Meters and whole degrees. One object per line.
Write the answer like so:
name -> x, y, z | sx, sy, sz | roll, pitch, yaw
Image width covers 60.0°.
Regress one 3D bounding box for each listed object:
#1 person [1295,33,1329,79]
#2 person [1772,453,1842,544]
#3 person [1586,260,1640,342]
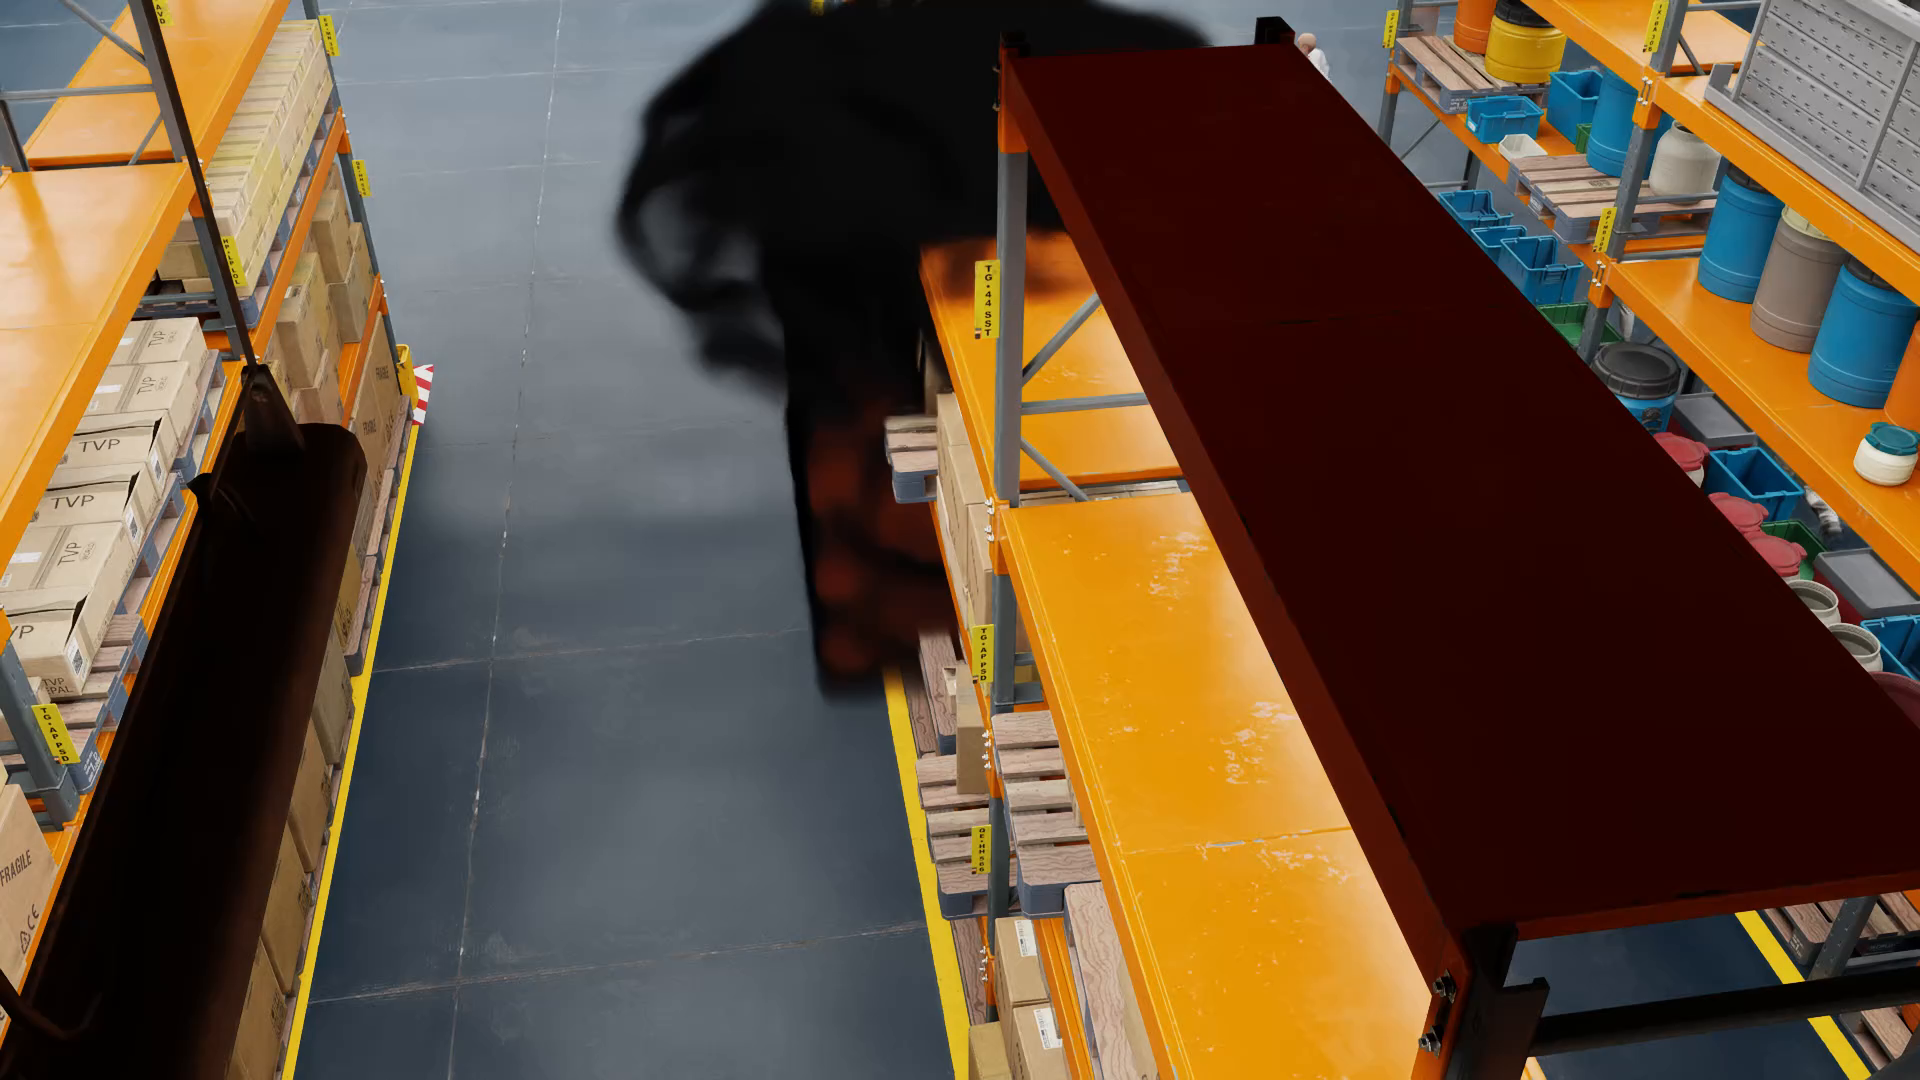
person -> 3.809, -4.813, 18.556 | 0.672, 1.731, 0.702 | 10, 37, 13
person -> 6.373, -0.664, 12.430 | 0.663, 1.788, 0.955 | -6, 37, -8
person -> 5.899, -2.460, 14.880 | 0.598, 1.765, 0.740 | -10, 37, -13
